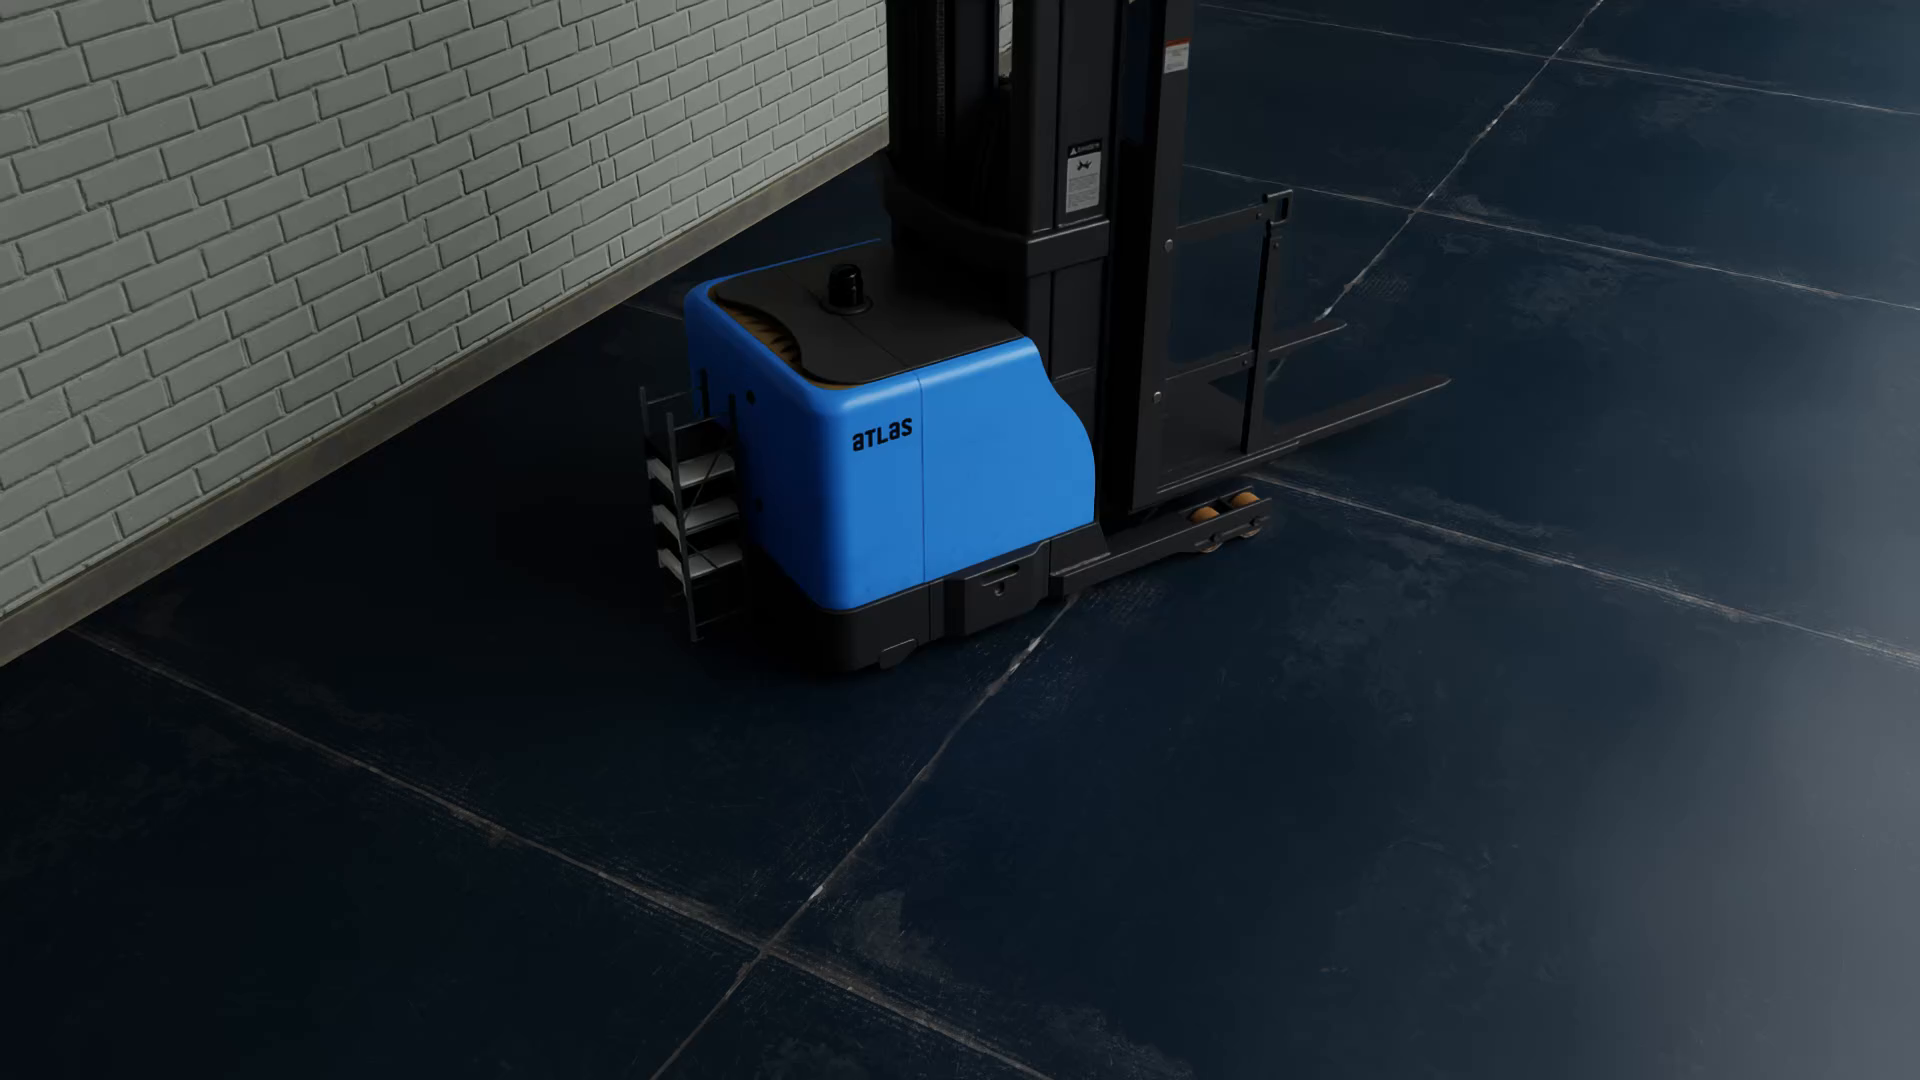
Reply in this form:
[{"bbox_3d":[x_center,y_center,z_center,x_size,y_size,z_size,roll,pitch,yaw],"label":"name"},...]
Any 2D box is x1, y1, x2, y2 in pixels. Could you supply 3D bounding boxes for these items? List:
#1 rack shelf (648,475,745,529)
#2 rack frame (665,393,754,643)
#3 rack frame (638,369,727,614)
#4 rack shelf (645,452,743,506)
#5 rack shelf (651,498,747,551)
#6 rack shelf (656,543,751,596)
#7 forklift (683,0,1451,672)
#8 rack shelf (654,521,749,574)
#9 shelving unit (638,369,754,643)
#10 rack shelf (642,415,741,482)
[{"bbox_3d":[-0.881,-0.152,5.565,0.258,0.077,0.200,-20,39,-28],"label":"rack shelf"},{"bbox_3d":[-0.824,-0.059,5.526,0.240,0.900,0.006,-20,39,-28],"label":"rack frame"},{"bbox_3d":[-0.937,-0.152,5.667,0.240,0.900,0.006,-20,39,-28],"label":"rack frame"},{"bbox_3d":[-0.881,-0.227,5.515,0.258,0.077,0.200,-20,39,-28],"label":"rack shelf"},{"bbox_3d":[-0.881,-0.078,5.615,0.258,0.077,0.200,-20,39,-28],"label":"rack shelf"},{"bbox_3d":[-0.881,0.072,5.715,0.258,0.077,0.200,-20,39,-28],"label":"rack shelf"},{"bbox_3d":[0.571,-1.400,5.707,3.031,2.935,1.130,-20,38,-27],"label":"forklift"},{"bbox_3d":[-0.881,-0.003,5.665,0.258,0.077,0.200,-20,39,-28],"label":"rack shelf"},{"bbox_3d":[-0.881,-0.105,5.596,0.258,0.900,0.210,-20,39,-28],"label":"shelving unit"},{"bbox_3d":[-0.881,-0.302,5.465,0.258,0.077,0.200,-20,39,-28],"label":"rack shelf"}]
